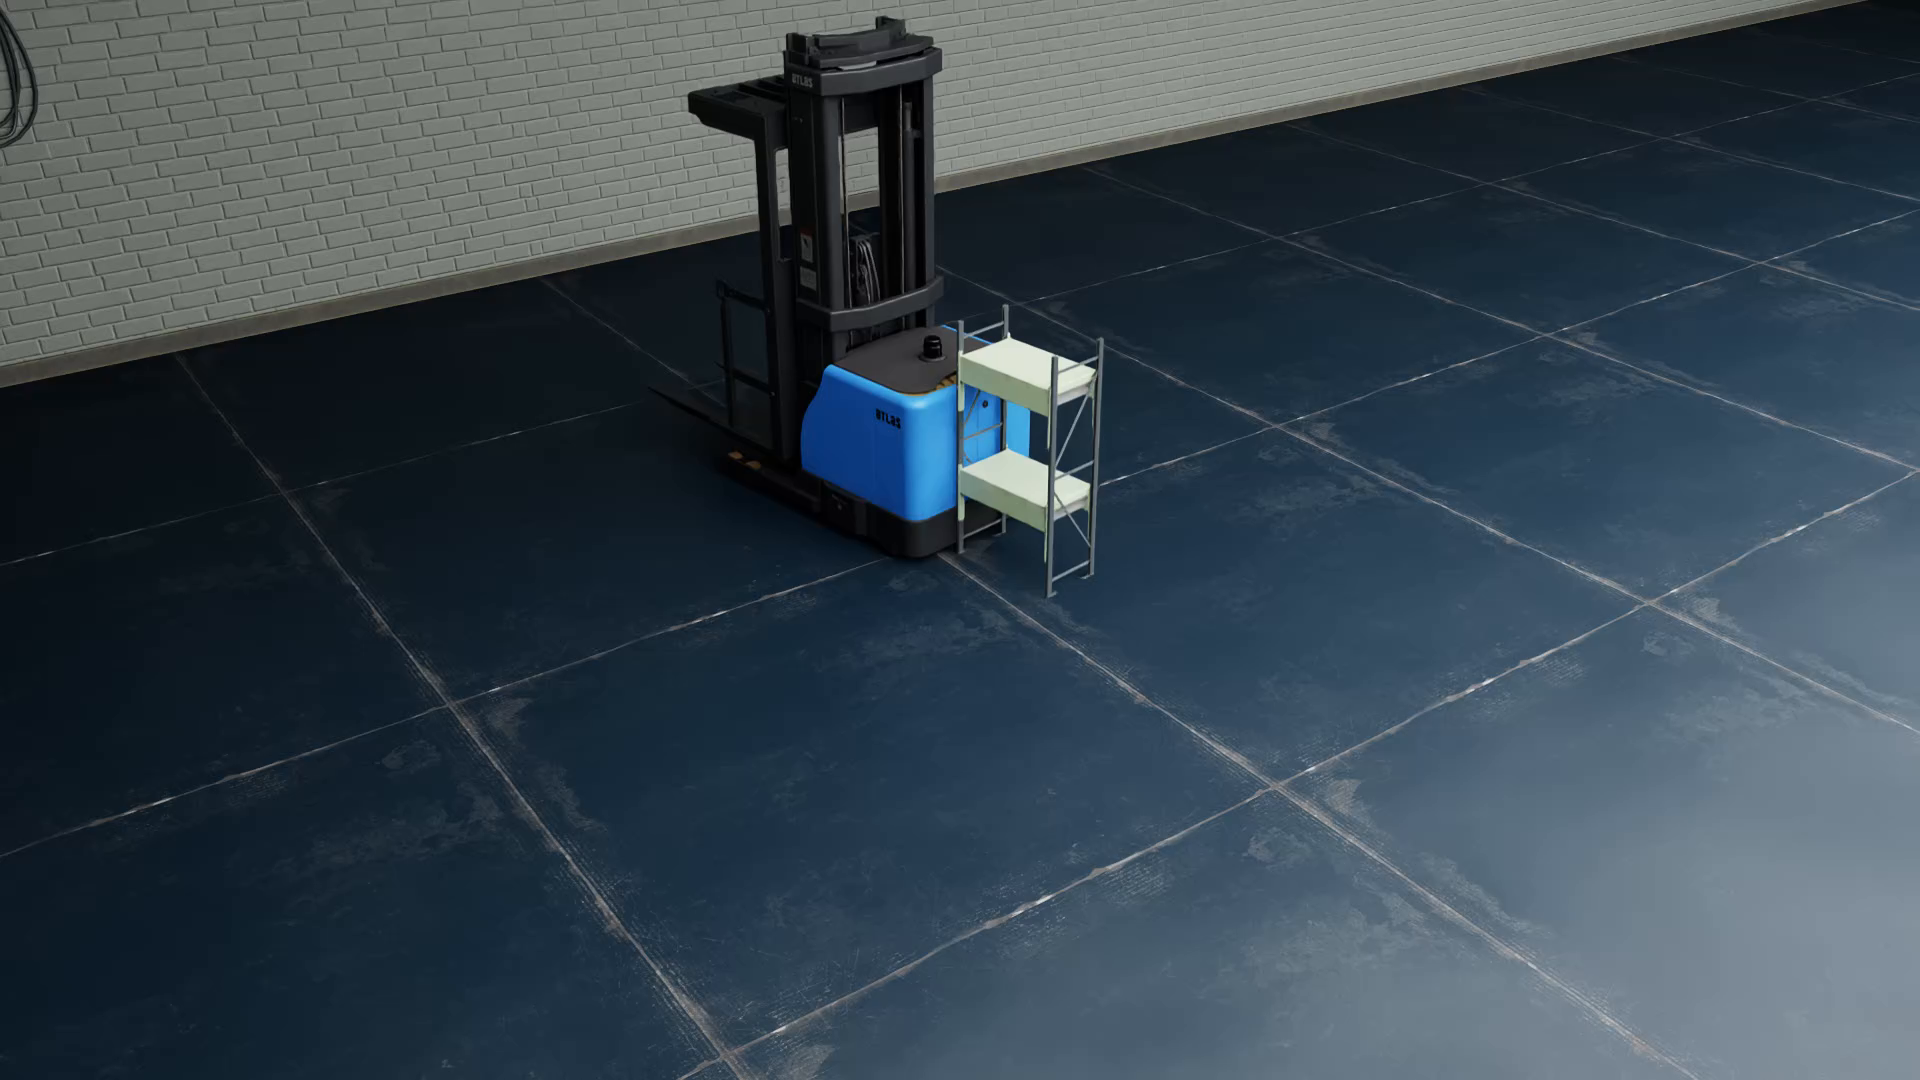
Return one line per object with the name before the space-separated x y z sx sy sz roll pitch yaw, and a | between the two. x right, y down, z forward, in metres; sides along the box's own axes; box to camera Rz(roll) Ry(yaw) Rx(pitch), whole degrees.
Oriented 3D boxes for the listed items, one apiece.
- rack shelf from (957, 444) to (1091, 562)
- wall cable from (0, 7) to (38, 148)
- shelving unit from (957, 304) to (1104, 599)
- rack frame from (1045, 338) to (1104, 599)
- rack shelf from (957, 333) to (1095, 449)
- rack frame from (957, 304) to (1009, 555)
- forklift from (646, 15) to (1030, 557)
rack shelf | 0.386 -0.226 9.777 0.431 0.370 0.720 -25 37 -38
wall cable | -7.736 -3.489 10.499 3.097 2.526 0.112 -19 34 -31
shelving unit | 0.386 -0.512 9.622 0.431 1.500 0.755 -25 37 -38
rack frame | 0.641 -0.387 9.391 0.400 1.500 0.023 -25 37 -38
rack shelf | 0.386 -0.855 9.435 0.431 0.370 0.720 -25 37 -38
rack frame | 0.131 -0.638 9.852 0.400 1.500 0.023 -25 37 -38
forklift | -0.942 -1.792 10.478 1.130 2.935 3.031 -25 37 -38
